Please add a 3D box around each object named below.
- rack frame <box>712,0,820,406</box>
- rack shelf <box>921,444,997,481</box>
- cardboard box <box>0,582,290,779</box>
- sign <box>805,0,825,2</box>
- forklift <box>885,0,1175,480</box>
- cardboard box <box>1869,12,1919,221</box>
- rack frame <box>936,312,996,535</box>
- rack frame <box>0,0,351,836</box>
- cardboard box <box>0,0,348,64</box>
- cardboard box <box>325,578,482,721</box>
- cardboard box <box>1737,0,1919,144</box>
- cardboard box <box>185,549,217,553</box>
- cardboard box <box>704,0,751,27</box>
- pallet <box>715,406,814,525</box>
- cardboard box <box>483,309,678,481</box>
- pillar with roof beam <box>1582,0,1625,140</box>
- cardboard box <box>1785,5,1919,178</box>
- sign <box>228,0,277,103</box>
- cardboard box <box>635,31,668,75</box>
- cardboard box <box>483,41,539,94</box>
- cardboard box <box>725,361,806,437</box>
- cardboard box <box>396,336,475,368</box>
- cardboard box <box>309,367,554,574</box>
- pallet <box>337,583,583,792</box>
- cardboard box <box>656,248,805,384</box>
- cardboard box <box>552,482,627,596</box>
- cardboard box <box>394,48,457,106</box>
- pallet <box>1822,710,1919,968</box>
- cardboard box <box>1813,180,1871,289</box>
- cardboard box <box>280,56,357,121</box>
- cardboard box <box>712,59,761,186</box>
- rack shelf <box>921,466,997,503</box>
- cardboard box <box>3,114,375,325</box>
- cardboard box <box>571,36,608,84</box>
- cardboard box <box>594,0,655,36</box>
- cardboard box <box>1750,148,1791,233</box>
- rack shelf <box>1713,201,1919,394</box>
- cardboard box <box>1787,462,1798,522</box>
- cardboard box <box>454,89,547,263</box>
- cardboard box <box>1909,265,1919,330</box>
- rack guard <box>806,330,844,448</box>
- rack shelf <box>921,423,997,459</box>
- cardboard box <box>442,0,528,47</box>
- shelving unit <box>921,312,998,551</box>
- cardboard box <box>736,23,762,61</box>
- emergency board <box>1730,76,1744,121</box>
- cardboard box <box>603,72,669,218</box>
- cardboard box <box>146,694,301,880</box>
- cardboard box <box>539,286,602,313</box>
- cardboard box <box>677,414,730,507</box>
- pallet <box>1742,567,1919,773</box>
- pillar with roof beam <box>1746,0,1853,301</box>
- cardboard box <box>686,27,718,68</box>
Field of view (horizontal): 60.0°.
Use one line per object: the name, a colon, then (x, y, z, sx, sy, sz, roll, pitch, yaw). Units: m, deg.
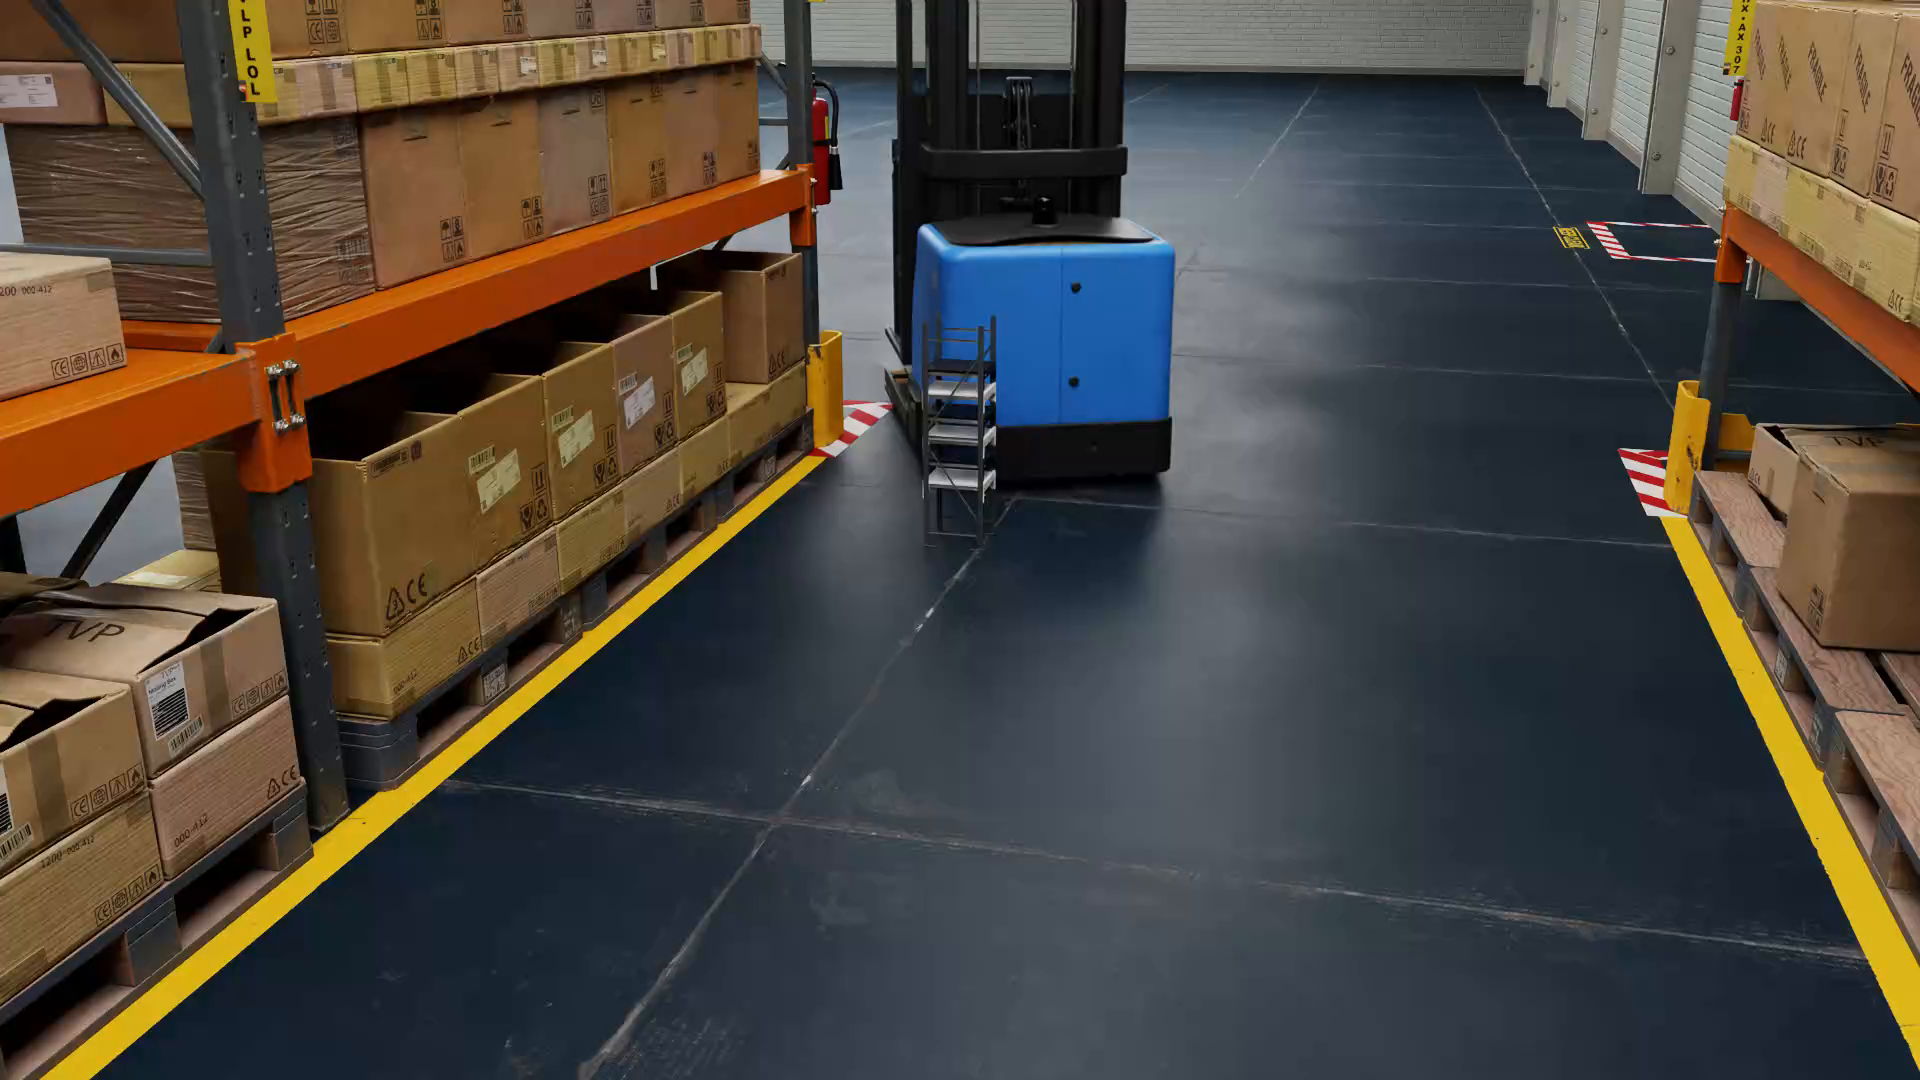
rack frame: (-1.175, -1.950, 7.756, 1.000, 3.000, 0.127, 5, 19, 13)
rack shelf: (-0.002, -0.307, 6.575, 0.258, 0.077, 0.200, 5, 19, 13)
cardboard box: (-1.973, 0.290, 3.933, 0.500, 0.311, 0.500, 5, 19, 13)
sign: (-0.652, -2.563, 7.392, 0.100, 0.325, 0.005, 5, 19, 13)
forklift: (0.204, -2.074, 8.226, 1.130, 2.935, 3.031, -3, 19, -8)
cardboard box: (2.718, -1.086, 4.267, 0.500, 0.500, 0.500, 4, 19, 12)
rack frame: (0.023, -0.455, 6.628, 0.240, 0.900, 0.006, 5, 19, 13)
rack frame: (-2.152, -0.696, 4.085, 1.000, 3.000, 0.127, 5, 19, 13)
cardboard box: (-2.050, -1.497, 4.268, 0.700, 0.500, 0.500, 5, 19, 14)
cardboard box: (-1.745, 0.285, 4.817, 0.500, 0.250, 0.500, 5, 19, 13)
cardboard box: (3.221, -1.727, 6.145, 0.500, 0.500, 0.500, 5, 19, 13)
cardboard box: (-2.119, 0.088, 5.394, 0.500, 0.250, 0.500, 5, 19, 13)
cardboard box: (-1.314, -2.449, 7.056, 0.700, 0.500, 0.500, 5, 19, 14)
pallet: (-1.321, -0.387, 7.495, 1.003, 0.211, 1.213, 5, 19, 13)
cardboard box: (-1.371, -0.540, 6.071, 0.500, 0.500, 0.500, 5, 19, 13)
pillar with roof beam: (4.520, -10.093, 22.315, 9.100, 9.000, 0.400, 5, 19, 13)
cardboard box: (2.958, -1.412, 5.221, 0.500, 0.500, 0.500, 4, 19, 12)
sign: (-1.624, -1.167, 3.794, 0.100, 0.325, 0.005, 5, 19, 13)
cardboard box: (-1.336, -1.846, 6.293, 0.380, 0.149, 0.250, 5, 20, 15)
cardboard box: (-1.588, -1.524, 5.349, 0.380, 0.149, 0.250, 4, 19, 12)
cardboard box: (-1.020, -0.656, 7.572, 0.500, 0.250, 0.500, 5, 19, 13)
cardboard box: (-1.999, -0.424, 5.732, 0.500, 0.500, 0.500, 5, 19, 13)
cardboard box: (-1.621, -0.227, 5.154, 0.500, 0.500, 0.500, 5, 19, 13)
pallet: (-1.917, 0.377, 5.256, 1.003, 0.211, 1.213, 5, 19, 13)
cardboard box: (-1.018, -1.011, 7.450, 0.500, 0.500, 0.500, 5, 19, 13)
cardboard box: (-1.491, -0.028, 5.732, 0.500, 0.250, 0.500, 5, 19, 13)
cardboard box: (-1.714, -1.361, 4.874, 0.380, 0.149, 0.250, 4, 19, 13)
pallet: (2.782, 0.800, 4.018, 1.003, 0.211, 1.213, 5, 19, 13)
cardboard box: (2.833, -0.889, 4.851, 0.500, 0.250, 0.500, 5, 19, 14)
cardboard box: (-1.838, -1.198, 4.396, 0.380, 0.149, 0.250, 5, 19, 14)
cardboard box: (-1.302, -1.852, 7.314, 0.700, 0.500, 0.500, 5, 19, 13)
rack shelf: (-0.002, -0.221, 6.604, 0.258, 0.077, 0.200, 5, 19, 13)
cardboard box: (-2.050, -0.883, 4.478, 0.700, 0.500, 0.500, 4, 19, 12)
cardboard box: (-1.461, -1.683, 5.816, 0.380, 0.149, 0.250, 4, 19, 13)
cardboard box: (-1.560, -2.126, 6.109, 0.700, 0.500, 0.500, 5, 19, 14)
cardboard box: (3.089, -1.207, 5.781, 0.500, 0.250, 0.500, 4, 19, 12)
rack shelf: (3.141, -0.593, 4.895, 1.077, 0.370, 4.000, 5, 19, 13)
cardboard box: (3.234, -0.107, 5.840, 0.500, 0.311, 0.500, 6, 20, 18)
cardboard box: (-1.801, -1.206, 5.423, 0.700, 0.500, 0.500, 5, 19, 14)
cardboard box: (2.604, -0.573, 3.924, 0.500, 0.250, 0.500, 5, 19, 14)
rack guard: (-1.169, -0.775, 8.182, 1.175, 0.500, 0.348, 5, 19, 13)
rack shelf: (-0.002, -0.392, 6.545, 0.258, 0.077, 0.200, 5, 19, 13)
cardboard box: (-1.805, -1.812, 5.191, 0.700, 0.500, 0.500, 5, 19, 13)
shelving unit: (-0.002, -0.423, 6.535, 0.258, 0.900, 0.210, 5, 19, 13)
cardboard box: (-1.084, -2.169, 7.240, 0.380, 0.149, 0.250, 4, 19, 12)
emergency board: (6.404, -3.924, 13.536, 0.194, 1.169, 0.643, 5, 19, 13)
cardboard box: (-1.552, -1.532, 6.377, 0.700, 0.500, 0.500, 5, 19, 14)
cardboard box: (-1.973, 0.559, 4.014, 0.500, 0.250, 0.500, 4, 19, 13)
cardboard box: (-1.752, -0.737, 6.649, 0.500, 0.500, 0.500, 5, 19, 13)
cardboard box: (-1.251, -0.341, 6.651, 0.500, 0.250, 0.500, 5, 19, 13)
pallet: (3.078, 0.417, 5.141, 1.003, 0.211, 1.213, 5, 19, 13)
pillar with roof beam: (1.589, -6.332, 11.303, 9.100, 9.000, 0.400, 5, 19, 13)
cardboard box: (-1.209, -2.007, 6.765, 0.380, 0.149, 0.250, 4, 19, 13)
